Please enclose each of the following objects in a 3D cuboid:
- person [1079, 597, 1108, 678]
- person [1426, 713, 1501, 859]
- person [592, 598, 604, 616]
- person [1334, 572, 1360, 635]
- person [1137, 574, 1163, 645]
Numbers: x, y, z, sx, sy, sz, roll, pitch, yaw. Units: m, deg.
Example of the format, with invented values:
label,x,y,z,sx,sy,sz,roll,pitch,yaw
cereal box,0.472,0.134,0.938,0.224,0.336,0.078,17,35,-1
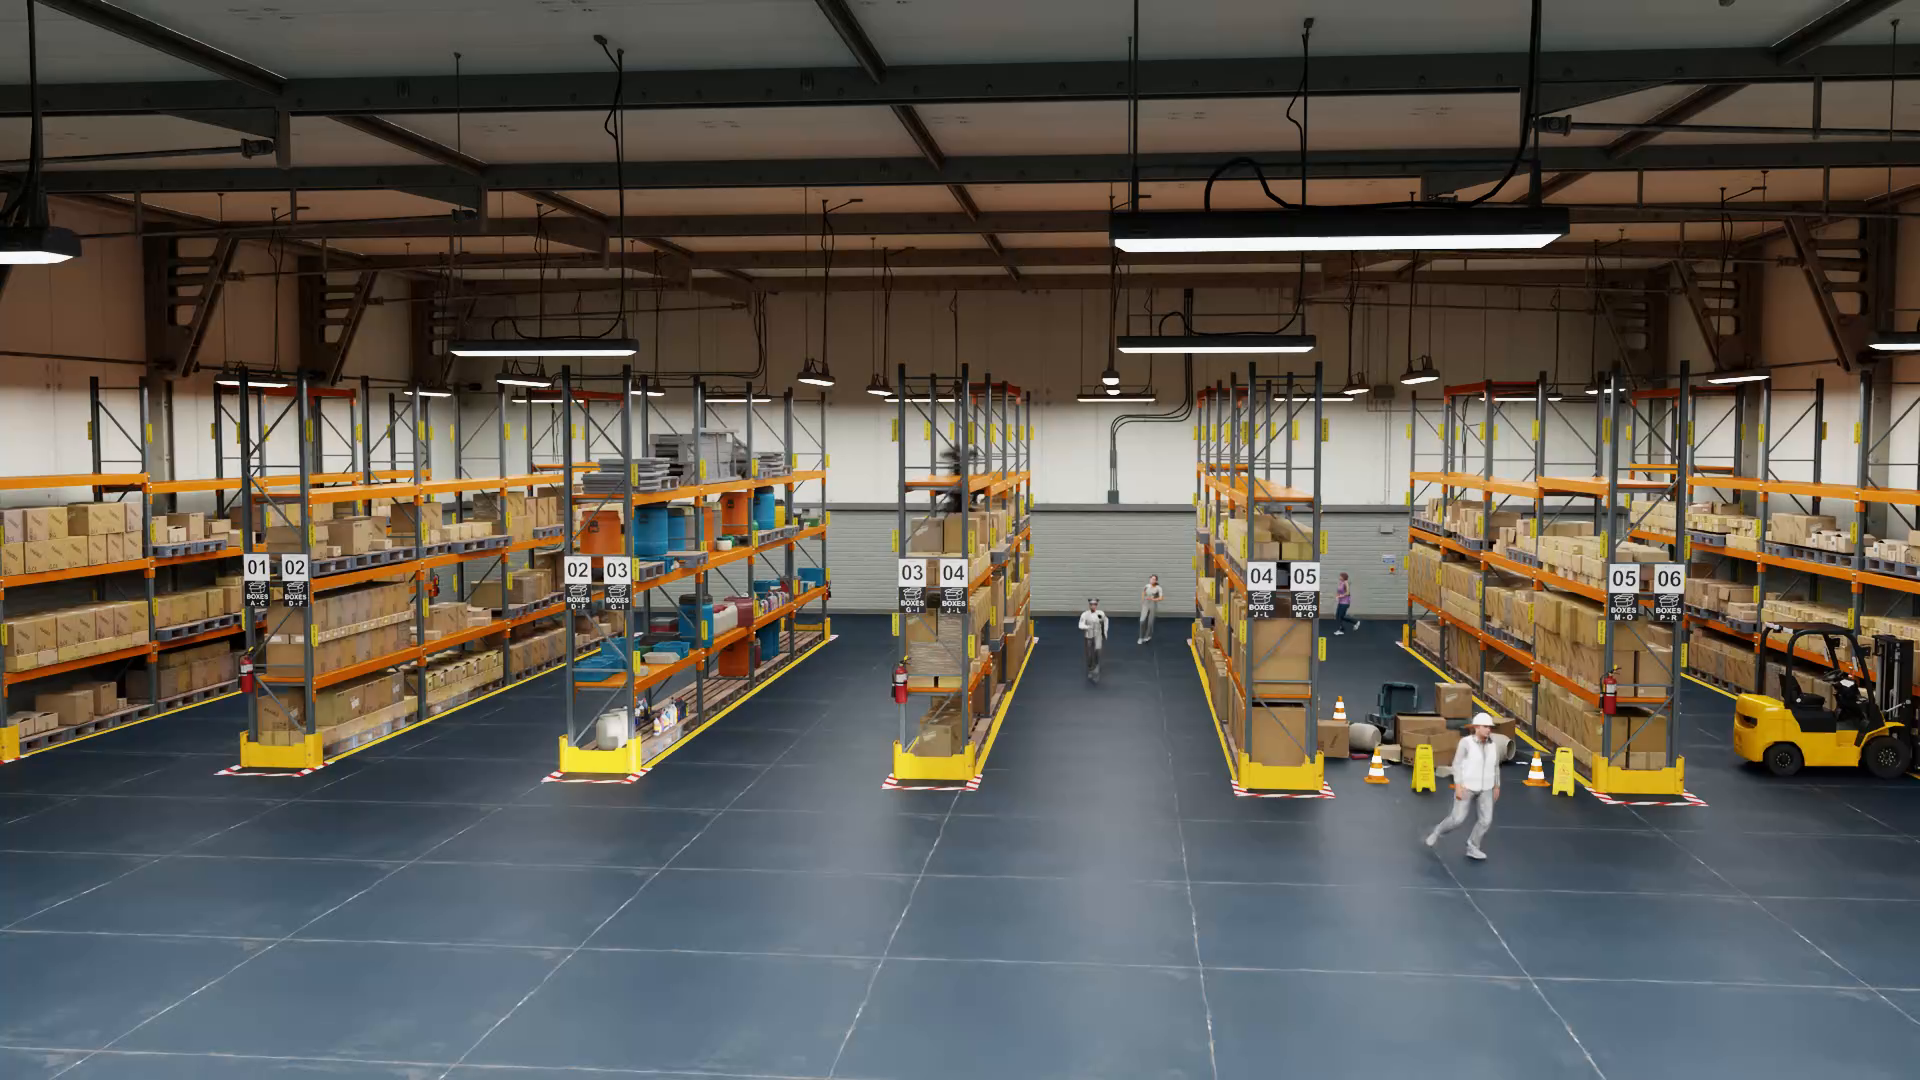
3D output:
label,x,y,z,sx,sy,sz,roll,pitch,yaw
person,2.681,1.972,33.403,0.589,1.668,0.866,0,4,5
person,5.965,2.877,19.632,0.807,1.711,0.583,-1,4,-9
person,-9.051,1.424,41.997,0.981,1.763,0.711,0,4,6
person,9.572,1.617,41.273,0.666,1.469,0.538,0,4,-4
person,4.563,1.654,39.553,0.594,1.704,0.683,1,4,21
